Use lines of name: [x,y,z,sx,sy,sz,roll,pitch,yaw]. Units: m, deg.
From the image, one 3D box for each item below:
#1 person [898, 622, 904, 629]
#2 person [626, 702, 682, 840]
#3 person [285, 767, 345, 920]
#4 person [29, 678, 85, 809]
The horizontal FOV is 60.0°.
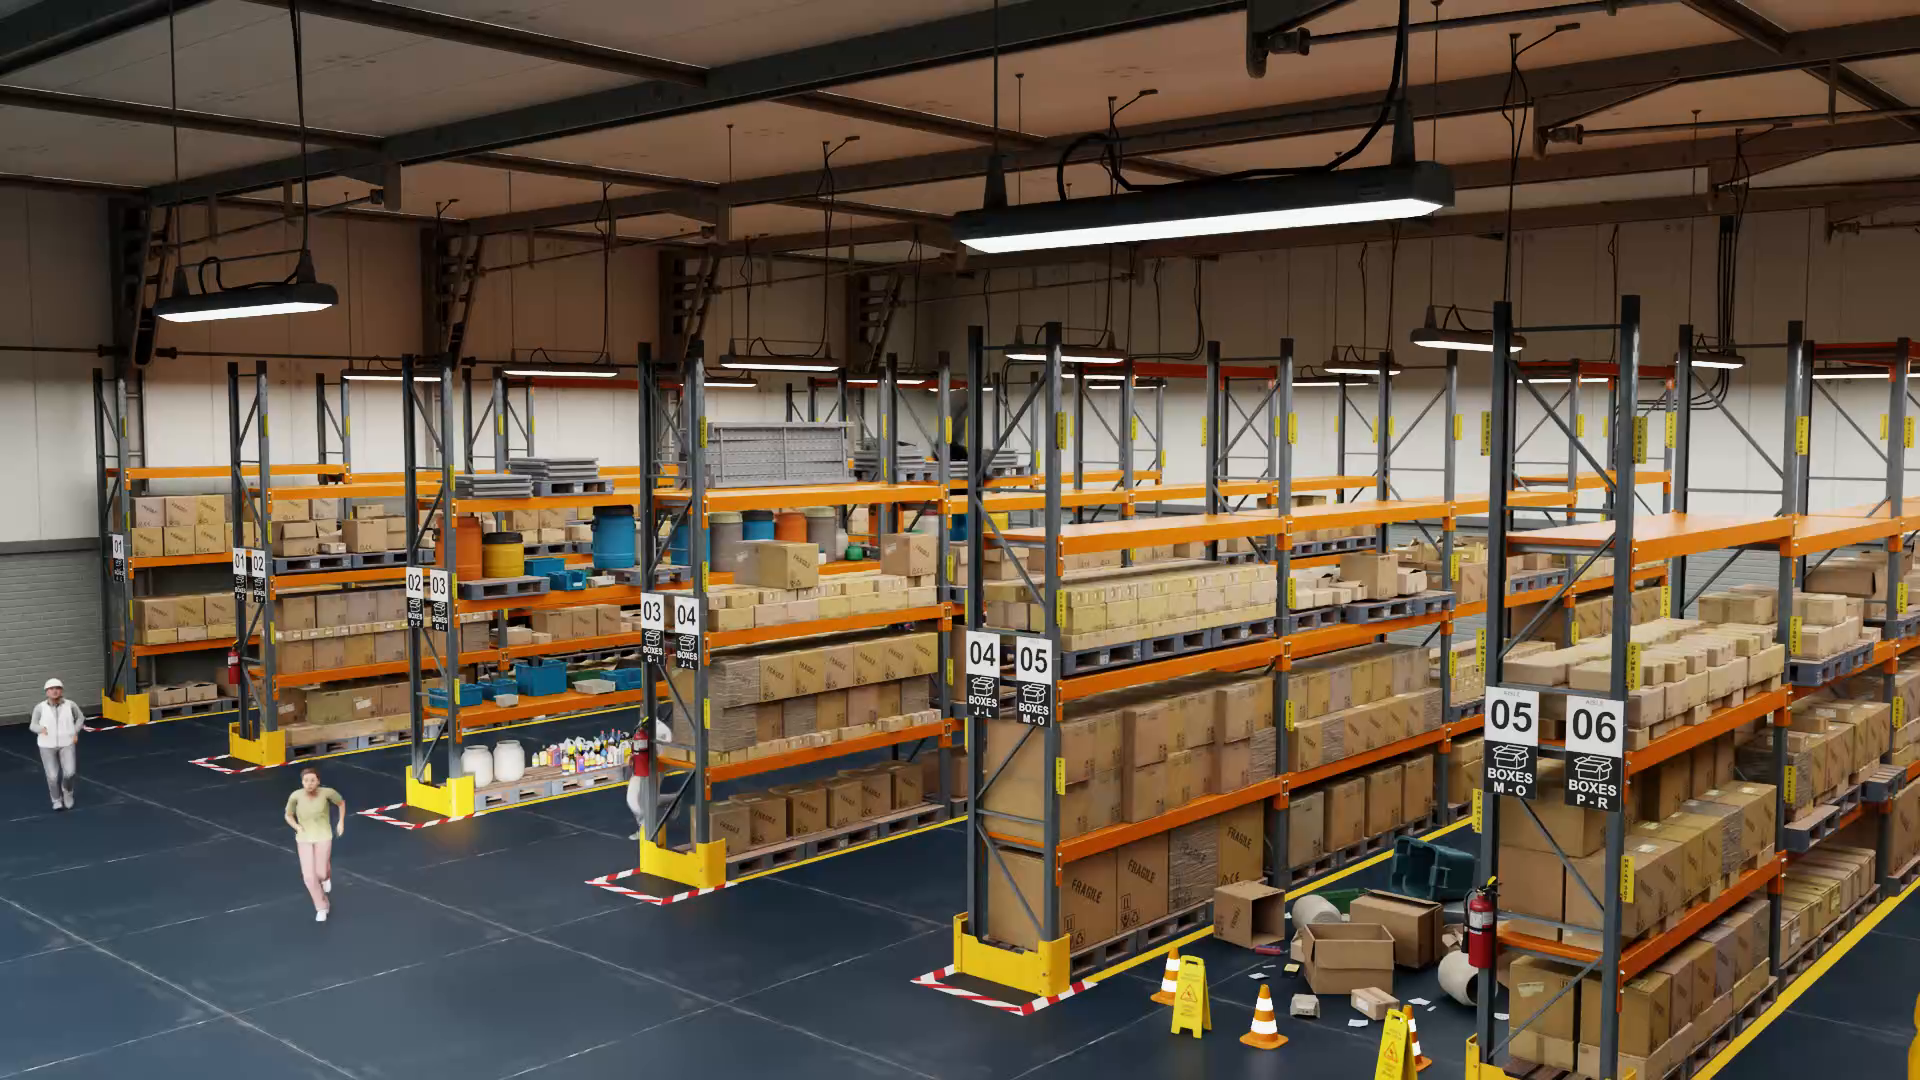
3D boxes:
person: [-1.281,1.841,30.439,0.582,1.630,0.577,3,5,38]
person: [-3.793,2.801,20.540,0.680,1.751,0.661,4,6,43]
person: [-6.659,3.110,17.189,0.562,1.602,0.691,-1,4,-10]
person: [-11.801,2.686,21.767,0.645,1.739,0.617,-2,5,-30]
